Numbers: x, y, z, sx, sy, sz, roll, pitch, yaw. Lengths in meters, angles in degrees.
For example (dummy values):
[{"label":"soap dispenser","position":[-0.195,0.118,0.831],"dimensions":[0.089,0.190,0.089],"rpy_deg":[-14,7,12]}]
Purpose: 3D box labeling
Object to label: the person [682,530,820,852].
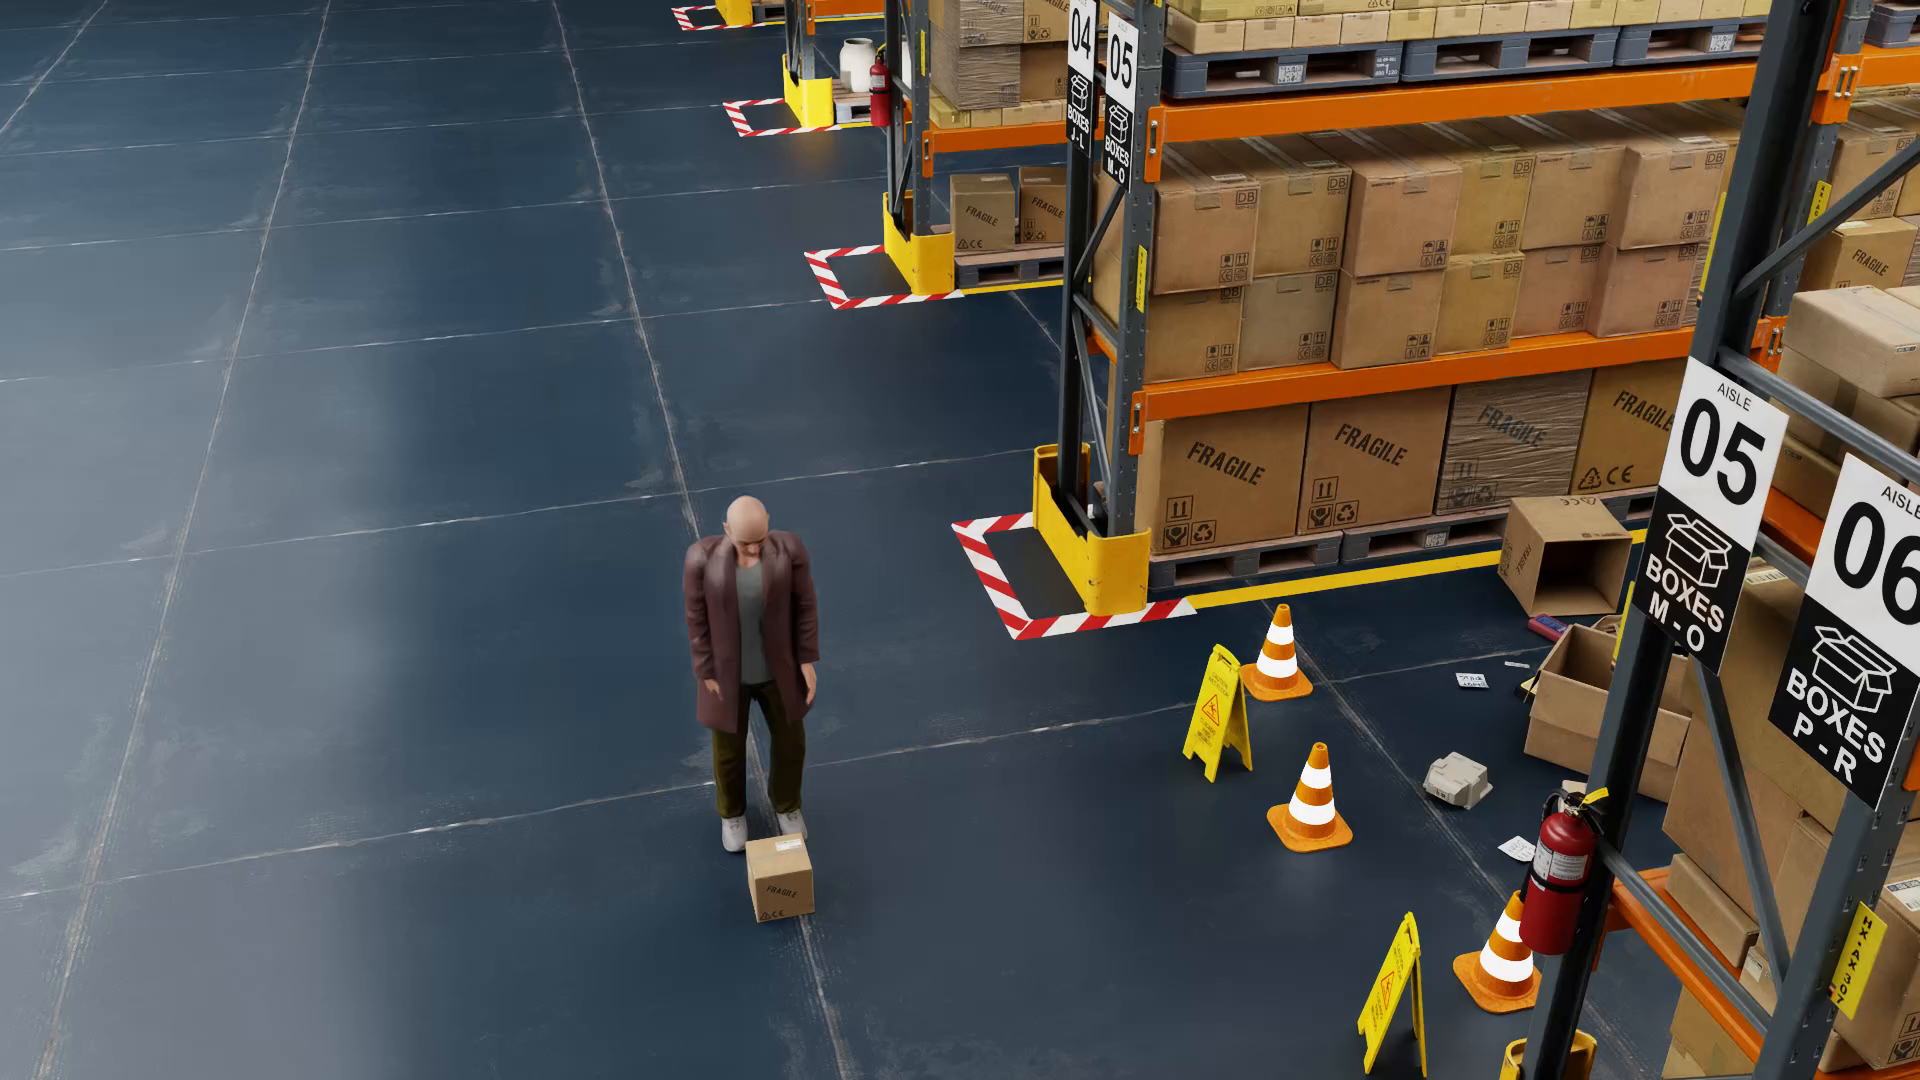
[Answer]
[{"label":"person","position":[-0.893,0.643,7.341],"dimensions":[0.575,1.587,0.384],"rpy_deg":[-7,31,-12]}]
